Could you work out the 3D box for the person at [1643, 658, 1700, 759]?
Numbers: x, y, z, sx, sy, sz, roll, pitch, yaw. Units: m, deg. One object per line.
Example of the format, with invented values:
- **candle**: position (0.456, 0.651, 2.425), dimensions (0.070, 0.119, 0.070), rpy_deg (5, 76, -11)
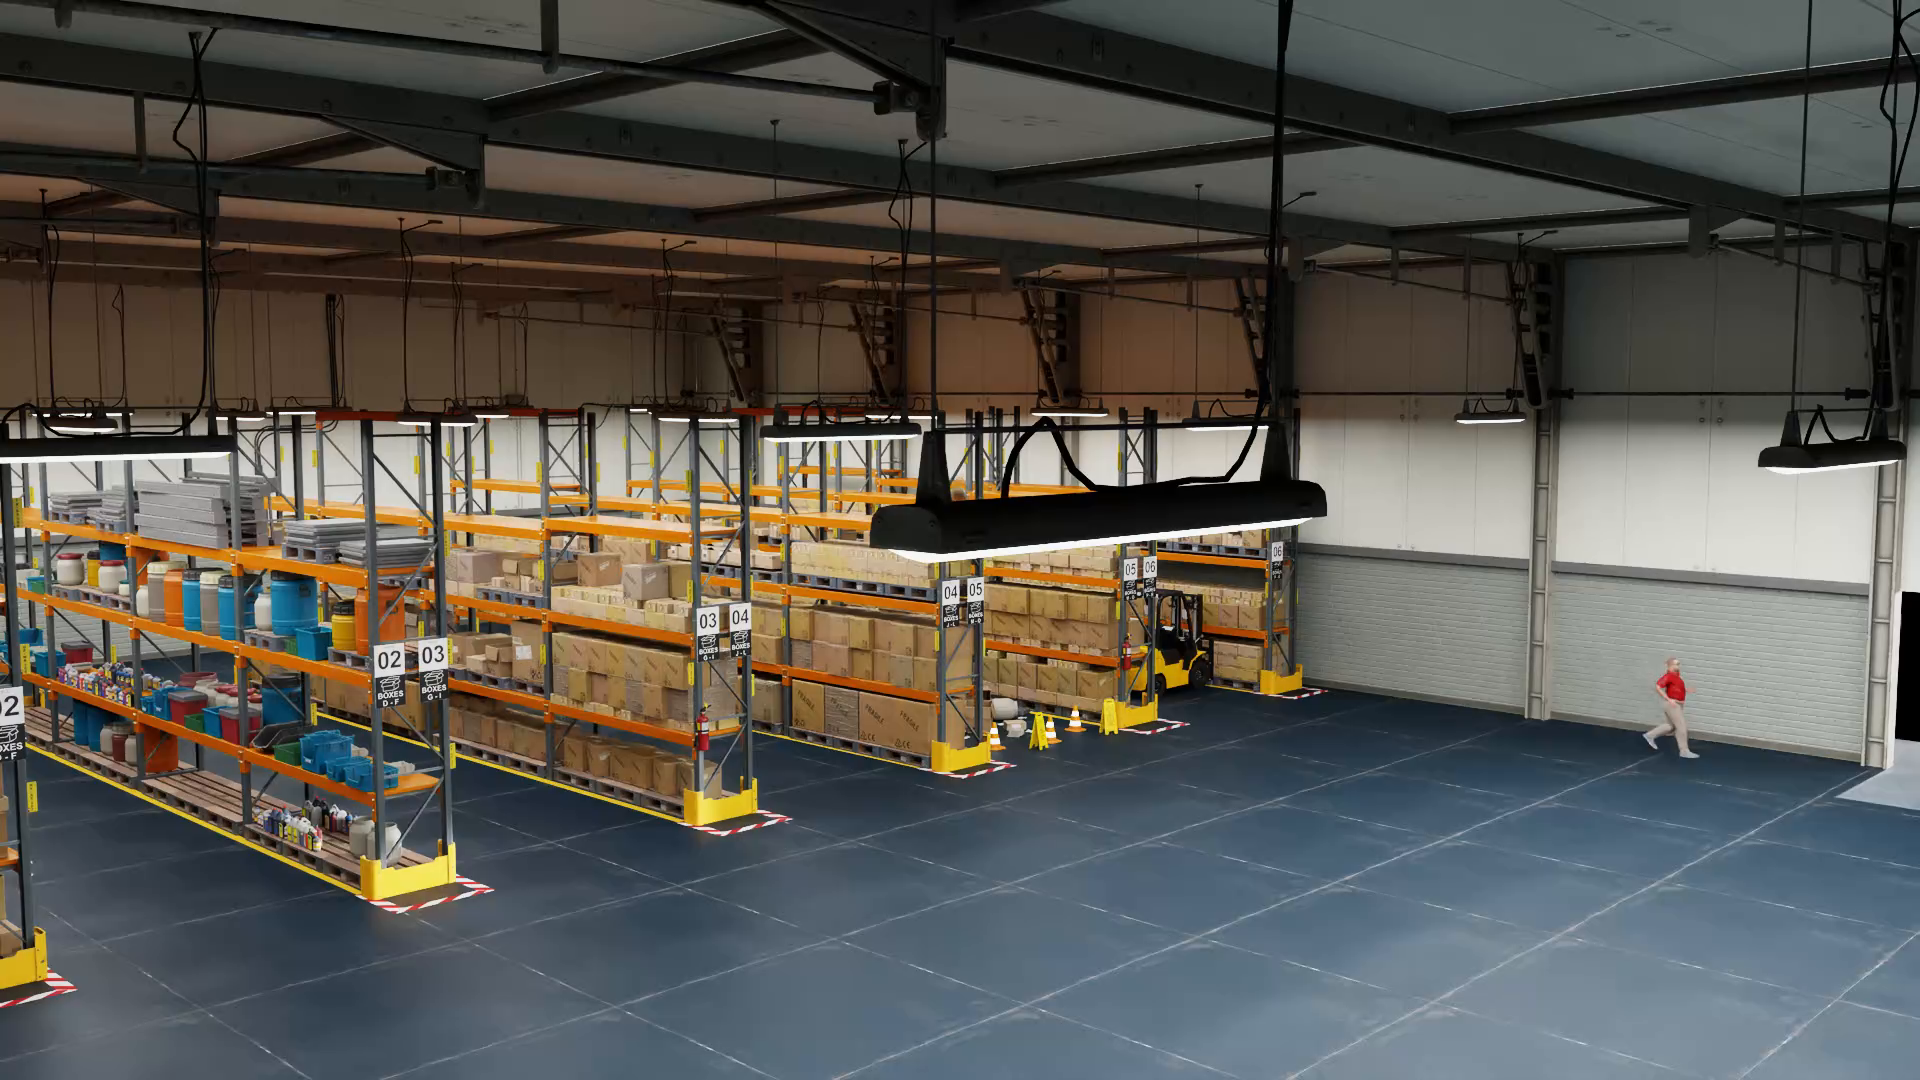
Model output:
- **person**: position (12.392, 2.904, 28.932), dimensions (0.963, 1.695, 0.671), rpy_deg (3, 6, 34)
